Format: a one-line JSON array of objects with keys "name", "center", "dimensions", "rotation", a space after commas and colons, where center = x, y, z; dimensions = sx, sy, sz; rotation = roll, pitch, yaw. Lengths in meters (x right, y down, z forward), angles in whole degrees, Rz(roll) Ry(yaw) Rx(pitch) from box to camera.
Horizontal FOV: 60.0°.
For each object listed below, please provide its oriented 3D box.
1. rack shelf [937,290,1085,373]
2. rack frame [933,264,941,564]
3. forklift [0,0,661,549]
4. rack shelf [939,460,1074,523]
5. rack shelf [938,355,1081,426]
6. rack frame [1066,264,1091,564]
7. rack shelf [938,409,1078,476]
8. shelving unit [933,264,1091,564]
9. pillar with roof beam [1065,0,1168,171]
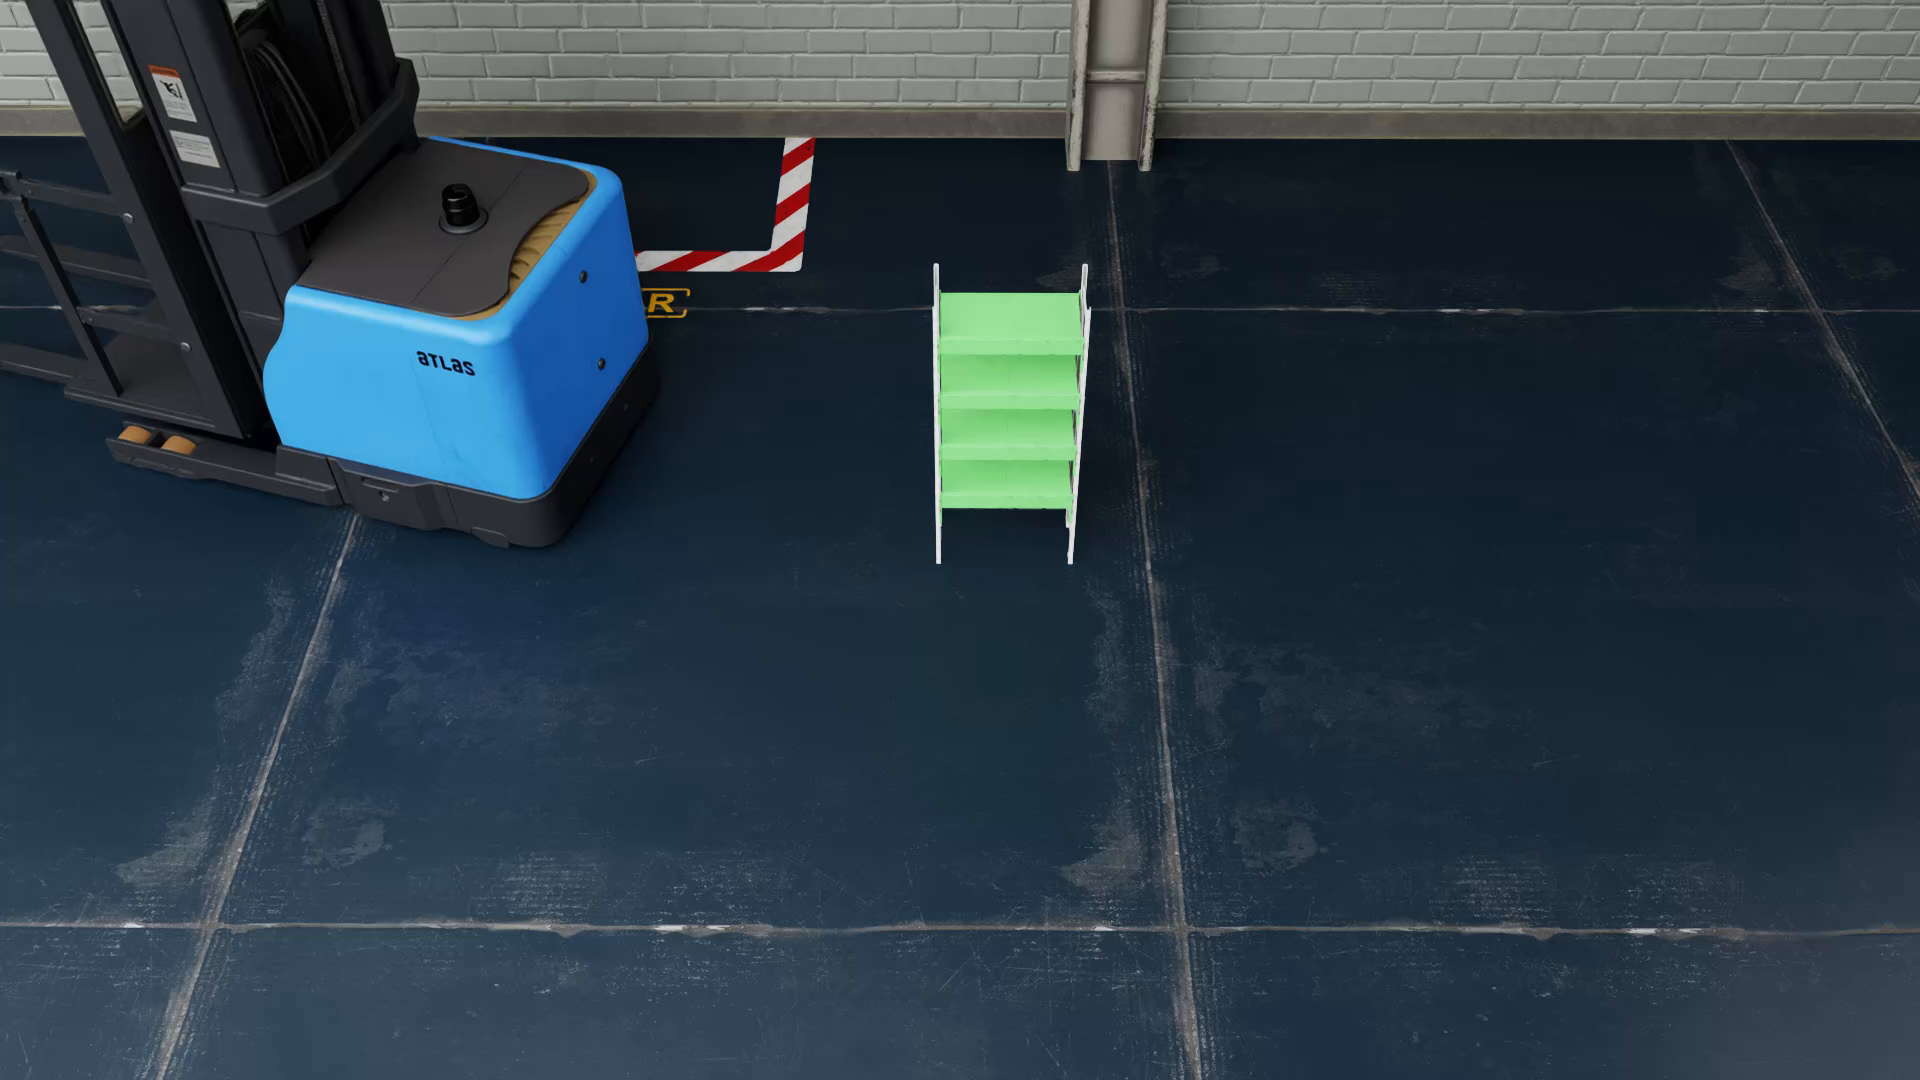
[{"name": "rack shelf", "center": [0.166, -0.692, 5.506], "dimensions": [0.480, 0.148, 0.258], "rotation": [0, 47, 0]}, {"name": "rack frame", "center": [-0.078, -0.409, 5.811], "dimensions": [0.015, 1.200, 0.240], "rotation": [0, 47, 0]}, {"name": "forklift", "center": [-2.789, -1.595, 5.732], "dimensions": [3.031, 2.935, 1.130], "rotation": [13, 48, 12]}, {"name": "rack shelf", "center": [0.166, -0.201, 6.033], "dimensions": [0.480, 0.148, 0.258], "rotation": [0, 47, 0]}, {"name": "rack shelf", "center": [0.166, -0.528, 5.681], "dimensions": [0.480, 0.148, 0.258], "rotation": [0, 47, 0]}, {"name": "rack frame", "center": [0.410, -0.408, 5.810], "dimensions": [0.015, 1.200, 0.240], "rotation": [0, 47, 0]}, {"name": "rack shelf", "center": [0.166, -0.365, 5.857], "dimensions": [0.480, 0.148, 0.258], "rotation": [0, 47, 0]}, {"name": "shelving unit", "center": [0.166, -0.408, 5.810], "dimensions": [0.503, 1.200, 0.258], "rotation": [0, 47, 0]}, {"name": "pillar with roof beam", "center": [0.692, -1.777, 1.756], "dimensions": [0.400, 9.000, 9.100], "rotation": [0, 47, 0]}]
